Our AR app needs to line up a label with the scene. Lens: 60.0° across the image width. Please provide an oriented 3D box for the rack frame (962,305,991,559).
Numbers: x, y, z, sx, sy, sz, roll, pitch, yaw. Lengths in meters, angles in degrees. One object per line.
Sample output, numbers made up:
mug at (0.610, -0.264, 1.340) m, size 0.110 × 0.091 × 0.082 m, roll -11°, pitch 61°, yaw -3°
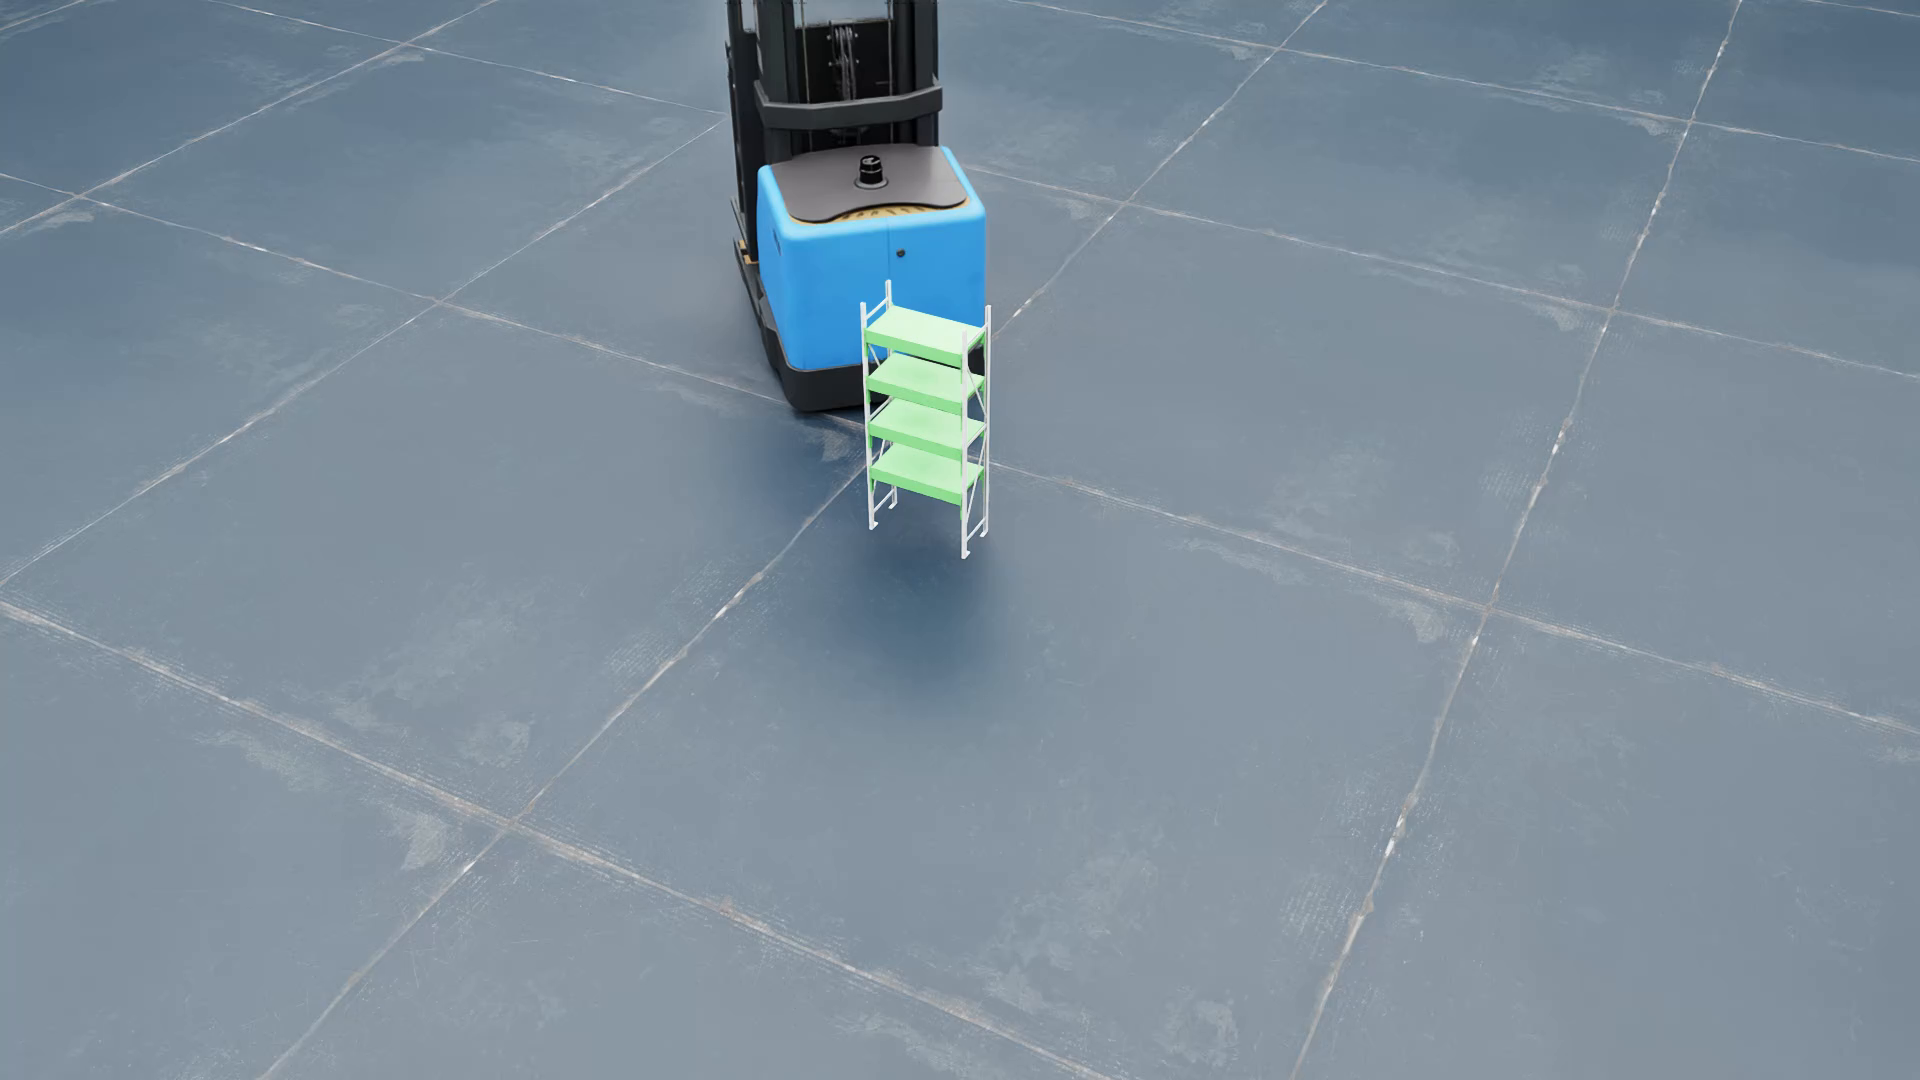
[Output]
rack frame at (0.070, -0.456, 7.358) m, size 0.015 × 1.200 × 0.240 m, roll 17°, pitch 41°, yaw 21°

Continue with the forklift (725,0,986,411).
forklift at (-0.716, -2.719, 8.908) m, size 1.130 × 2.935 × 3.031 m, roll -9°, pitch 38°, yaw -11°

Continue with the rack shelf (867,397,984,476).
rack shelf at (-0.147, -0.473, 7.487) m, size 0.480 × 0.148 × 0.258 m, roll 17°, pitch 41°, yaw 21°

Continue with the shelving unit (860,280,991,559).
shelving unit at (-0.147, -0.524, 7.448) m, size 0.503 × 1.200 × 0.258 m, roll 17°, pitch 41°, yaw 21°

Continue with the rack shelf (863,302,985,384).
rack shelf at (-0.147, -0.855, 7.196) m, size 0.480 × 0.148 × 0.258 m, roll 17°, pitch 41°, yaw 21°

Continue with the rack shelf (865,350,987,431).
rack shelf at (-0.147, -0.664, 7.341) m, size 0.480 × 0.148 × 0.258 m, roll 17°, pitch 41°, yaw 21°

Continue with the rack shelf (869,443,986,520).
rack shelf at (-0.147, -0.282, 7.632) m, size 0.480 × 0.148 × 0.258 m, roll 17°, pitch 41°, yaw 21°

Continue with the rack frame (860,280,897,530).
rack frame at (-0.364, -0.592, 7.537) m, size 0.015 × 1.200 × 0.240 m, roll 17°, pitch 41°, yaw 21°
